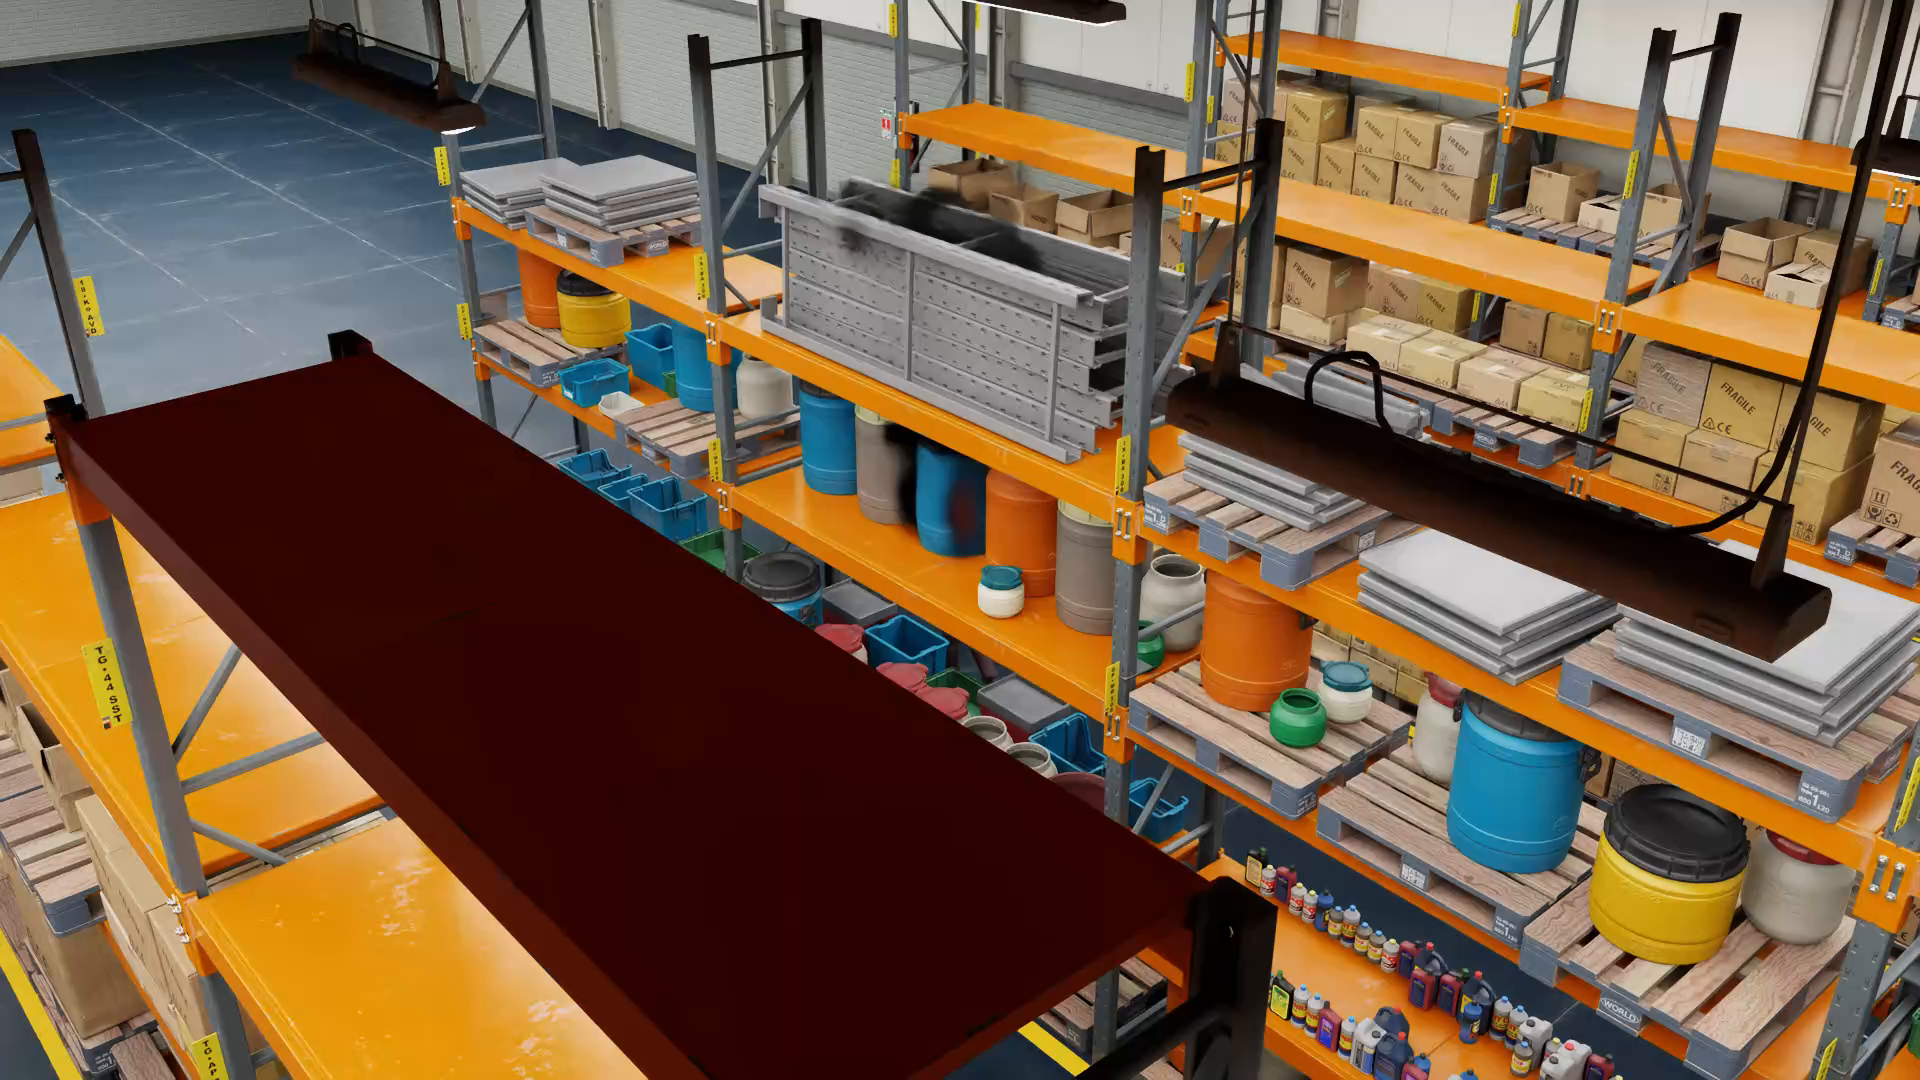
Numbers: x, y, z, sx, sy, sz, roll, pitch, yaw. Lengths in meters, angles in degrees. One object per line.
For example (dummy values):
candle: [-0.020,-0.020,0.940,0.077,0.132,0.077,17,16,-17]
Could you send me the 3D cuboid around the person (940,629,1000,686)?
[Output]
person: [0.003,0.533,14.014,0.683,1.760,0.743,-23,35,-37]
